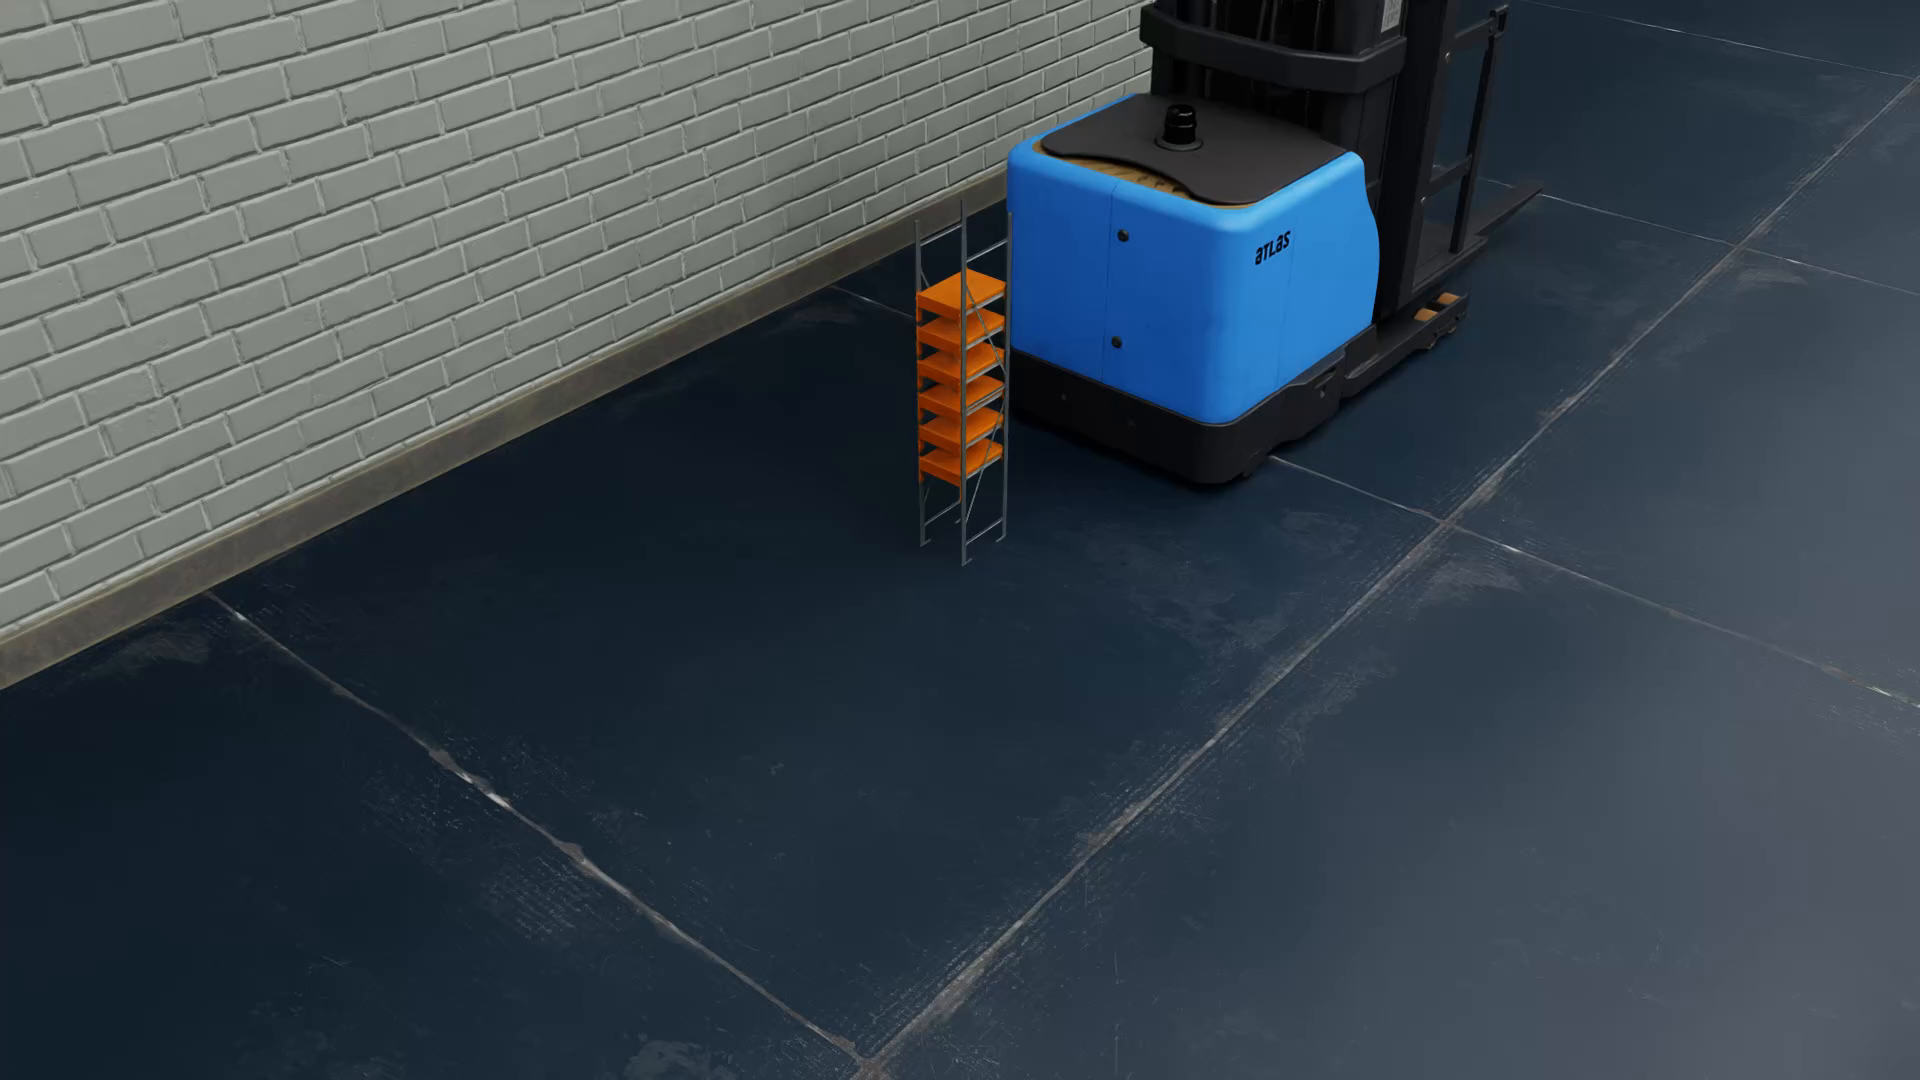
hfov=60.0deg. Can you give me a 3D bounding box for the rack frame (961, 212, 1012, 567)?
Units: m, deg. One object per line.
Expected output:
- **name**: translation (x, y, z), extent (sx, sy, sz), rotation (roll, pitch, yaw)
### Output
- **rack frame**: translation (0.081, -0.456, 5.354), extent (0.006, 1.200, 0.240), rotation (25, 42, 32)

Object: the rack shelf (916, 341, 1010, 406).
- **rack shelf**: translation (0.011, -0.552, 5.360), extent (0.180, 0.103, 0.258), rotation (25, 42, 32)

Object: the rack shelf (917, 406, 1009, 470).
- **rack shelf**: translation (0.011, -0.354, 5.496), extent (0.180, 0.103, 0.258), rotation (25, 42, 32)

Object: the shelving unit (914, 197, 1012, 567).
- **shelving unit**: translation (0.011, -0.489, 5.403), extent (0.189, 1.200, 0.258), rotation (25, 42, 32)

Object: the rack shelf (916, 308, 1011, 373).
- **rack shelf**: translation (0.011, -0.651, 5.292), extent (0.180, 0.103, 0.258), rotation (25, 42, 32)

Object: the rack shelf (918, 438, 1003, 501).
- **rack shelf**: translation (0.011, -0.255, 5.564), extent (0.180, 0.103, 0.258), rotation (25, 42, 32)

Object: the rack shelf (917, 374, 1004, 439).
- **rack shelf**: translation (0.011, -0.453, 5.428), extent (0.180, 0.103, 0.258), rotation (25, 42, 32)

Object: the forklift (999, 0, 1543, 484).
- **forklift**: translation (1.493, -2.166, 6.315), extent (1.130, 2.935, 3.031), rotation (26, 42, 32)

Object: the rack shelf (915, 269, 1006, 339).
- **rack shelf**: translation (0.011, -0.749, 5.224), extent (0.180, 0.103, 0.258), rotation (25, 42, 32)

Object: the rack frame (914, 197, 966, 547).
- **rack frame**: translation (-0.059, -0.523, 5.451), extent (0.006, 1.200, 0.240), rotation (25, 42, 32)
